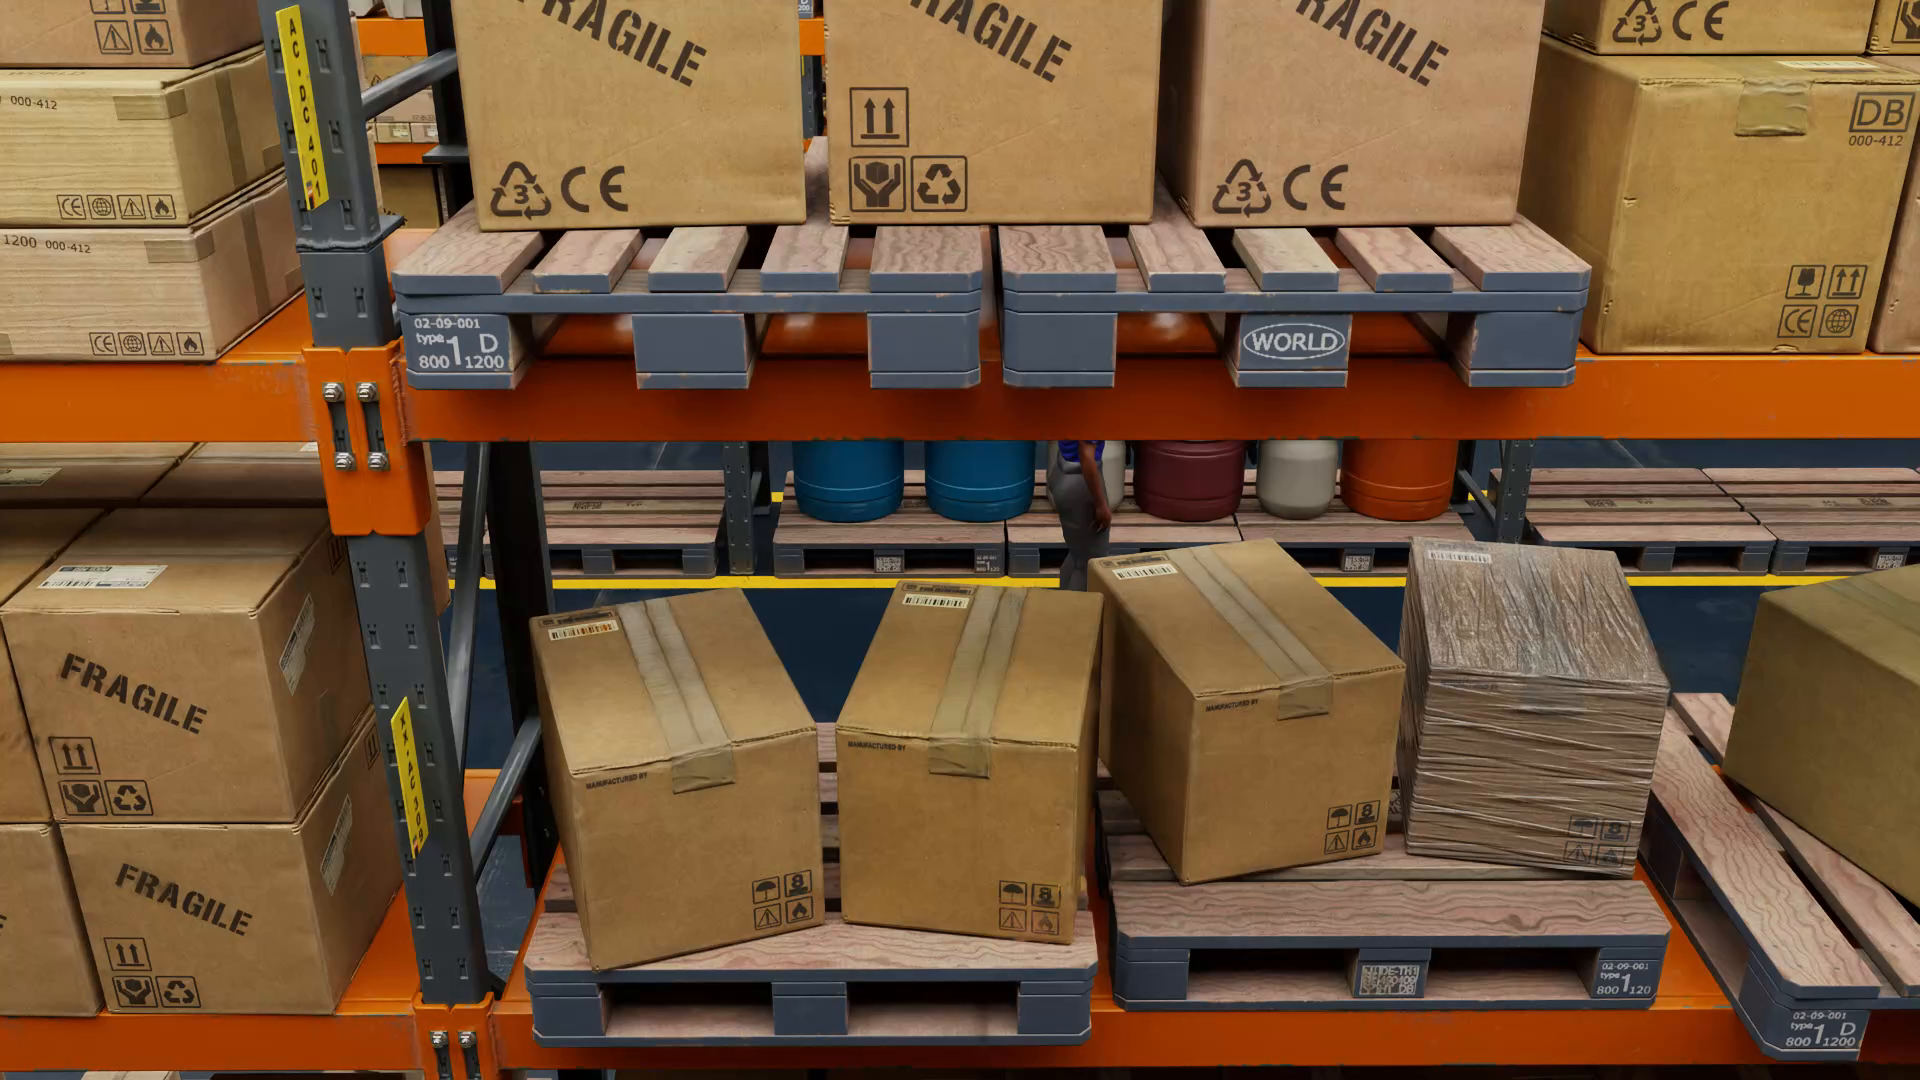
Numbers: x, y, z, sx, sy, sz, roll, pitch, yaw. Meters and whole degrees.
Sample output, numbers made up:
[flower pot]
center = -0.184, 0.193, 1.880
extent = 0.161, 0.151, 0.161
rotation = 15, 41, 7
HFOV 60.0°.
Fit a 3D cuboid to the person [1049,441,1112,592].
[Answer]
[person]
center = 0.587, -0.235, 7.628
extent = 0.346, 1.656, 0.531
rotation = -1, 24, -3
